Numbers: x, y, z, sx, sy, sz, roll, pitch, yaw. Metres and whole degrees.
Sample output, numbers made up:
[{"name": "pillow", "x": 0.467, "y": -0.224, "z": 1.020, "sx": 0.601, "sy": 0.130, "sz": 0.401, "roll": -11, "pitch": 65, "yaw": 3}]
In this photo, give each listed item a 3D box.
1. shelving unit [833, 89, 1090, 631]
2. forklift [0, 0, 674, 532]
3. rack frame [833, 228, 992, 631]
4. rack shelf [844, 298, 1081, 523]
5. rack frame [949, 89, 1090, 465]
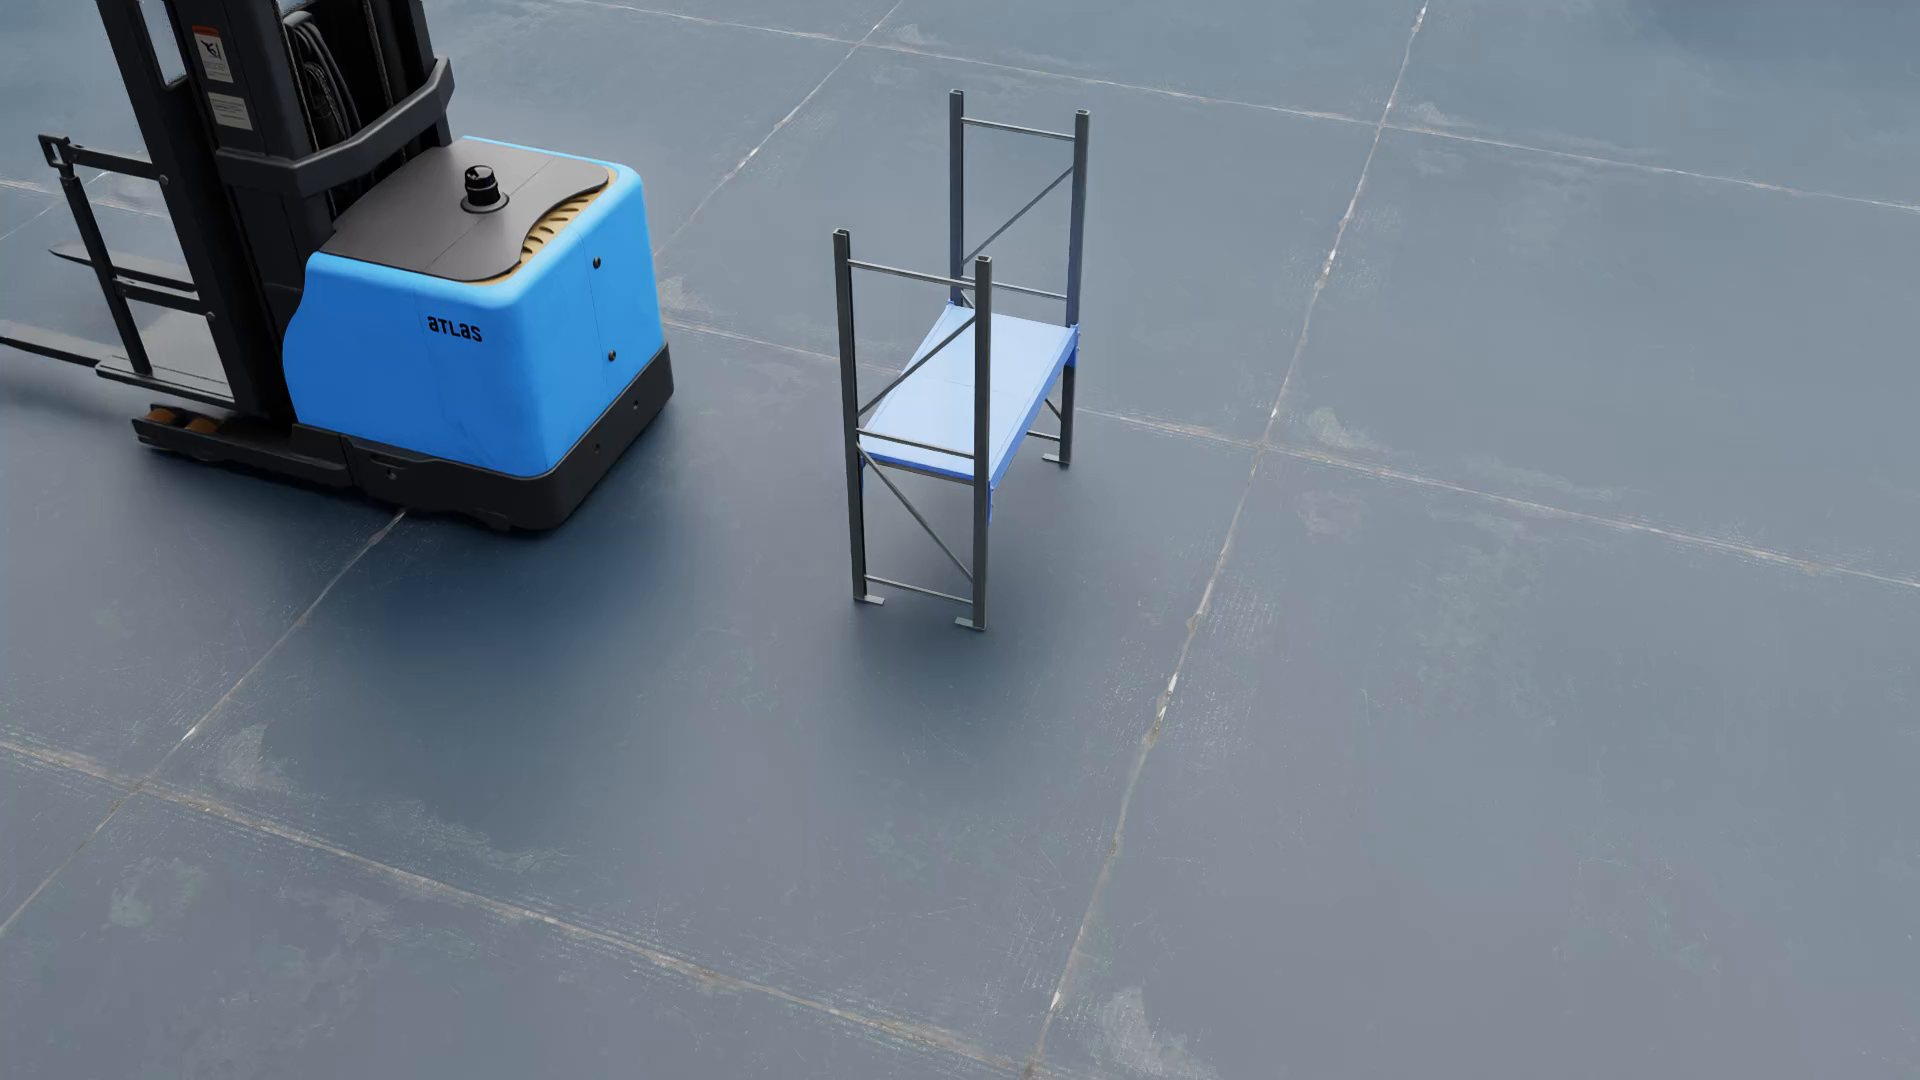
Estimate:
[{"name": "shelving unit", "x": 0.029, "y": -0.623, "z": 5.824, "sx": 0.538, "sy": 1.500, "sz": 1.048, "roll": 13, "pitch": 42, "yaw": 15}, {"name": "forklift", "x": -2.752, "y": -1.737, "z": 6.028, "sx": 3.031, "sy": 2.935, "sz": 1.130, "roll": 13, "pitch": 42, "yaw": 15}, {"name": "rack frame", "x": -0.145, "y": -0.313, "z": 5.461, "sx": 0.500, "sy": 1.500, "sz": 0.032, "roll": 13, "pitch": 42, "yaw": 15}, {"name": "rack shelf", "x": 0.029, "y": -0.486, "z": 5.941, "sx": 0.538, "sy": 0.185, "sz": 1.000, "roll": 13, "pitch": 42, "yaw": 15}, {"name": "rack frame", "x": 0.203, "y": -0.933, "z": 6.188, "sx": 0.500, "sy": 1.500, "sz": 0.032, "roll": 13, "pitch": 42, "yaw": 15}]
